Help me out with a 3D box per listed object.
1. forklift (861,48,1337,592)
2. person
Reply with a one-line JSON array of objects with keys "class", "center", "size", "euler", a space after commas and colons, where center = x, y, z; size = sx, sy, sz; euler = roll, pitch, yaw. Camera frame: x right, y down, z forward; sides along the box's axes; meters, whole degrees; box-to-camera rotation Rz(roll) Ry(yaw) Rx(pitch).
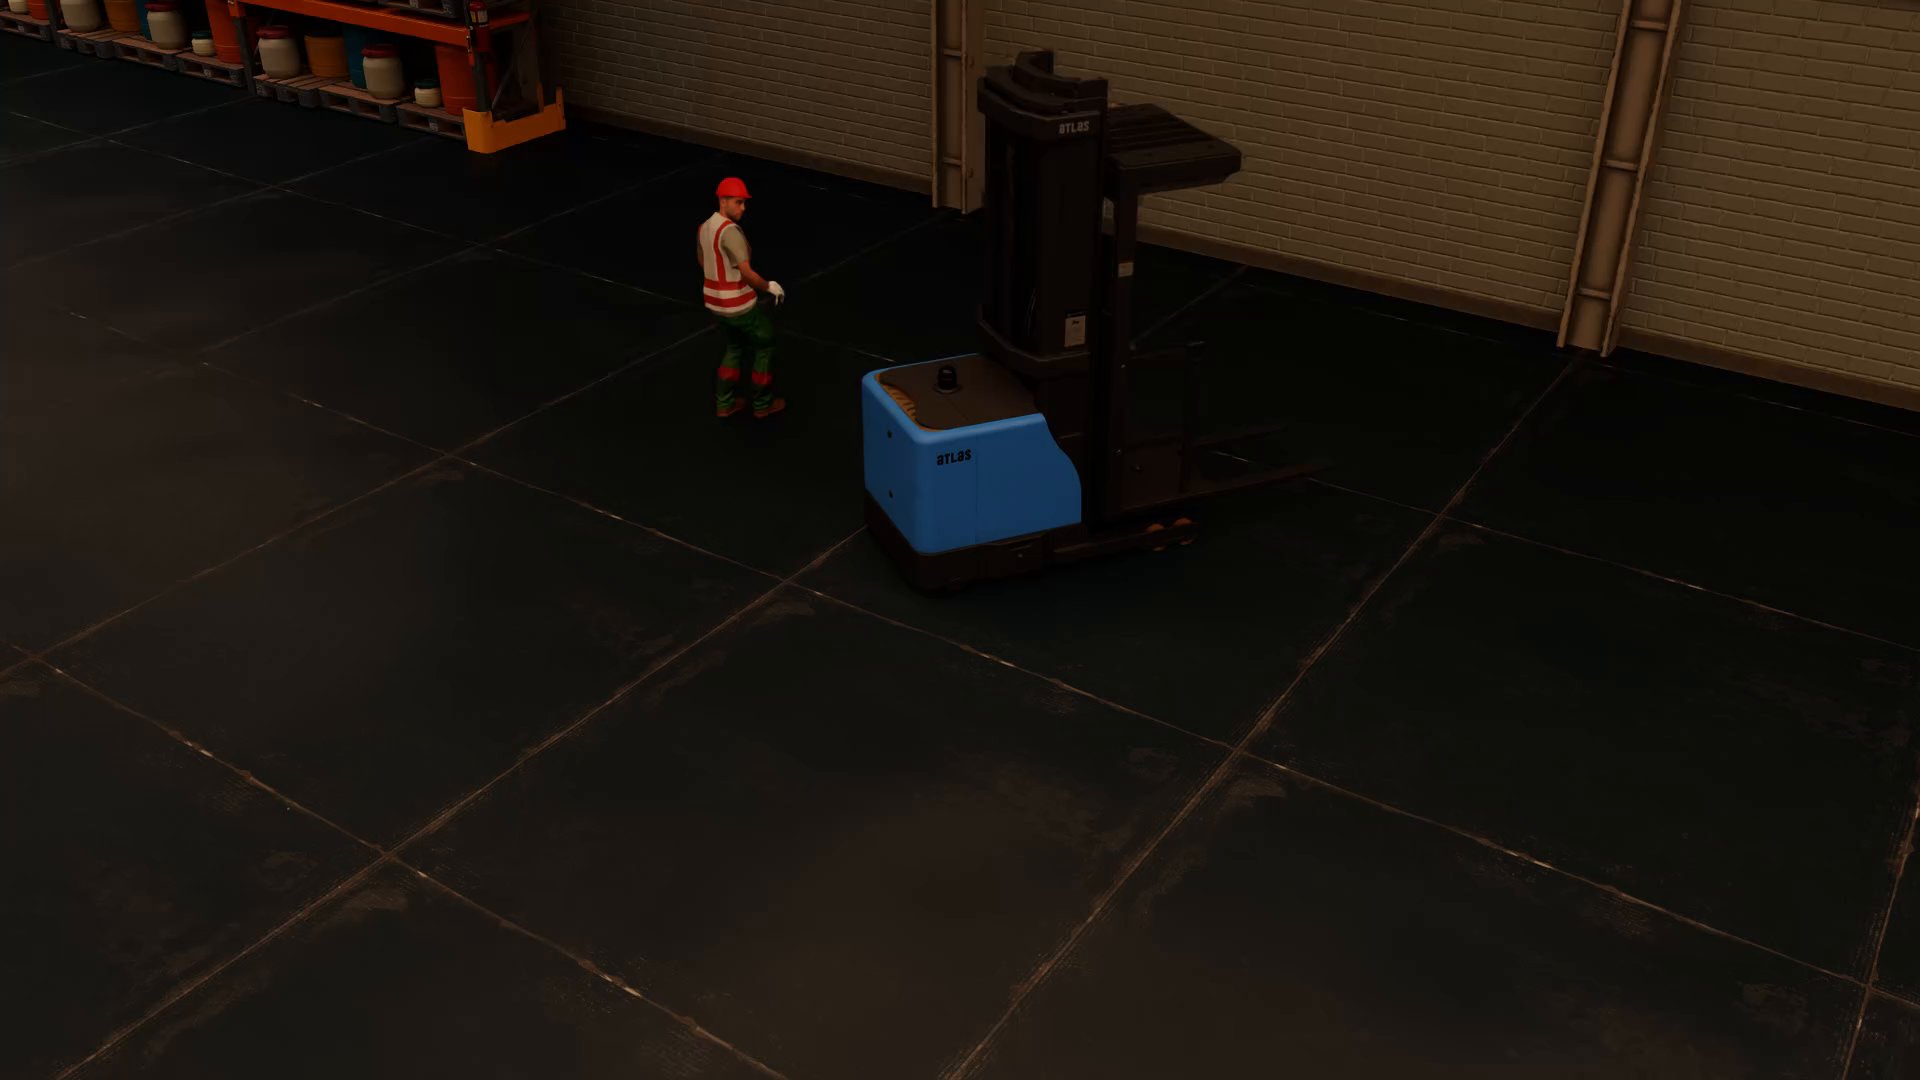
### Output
[{"class": "forklift", "center": [0.953, -1.431, 10.045], "size": [3.031, 2.935, 1.130], "euler": [-12, 32, -20]}, {"class": "person", "center": [-1.558, -1.692, 11.698], "size": [0.515, 1.736, 0.747], "euler": [-26, 39, -37]}]
